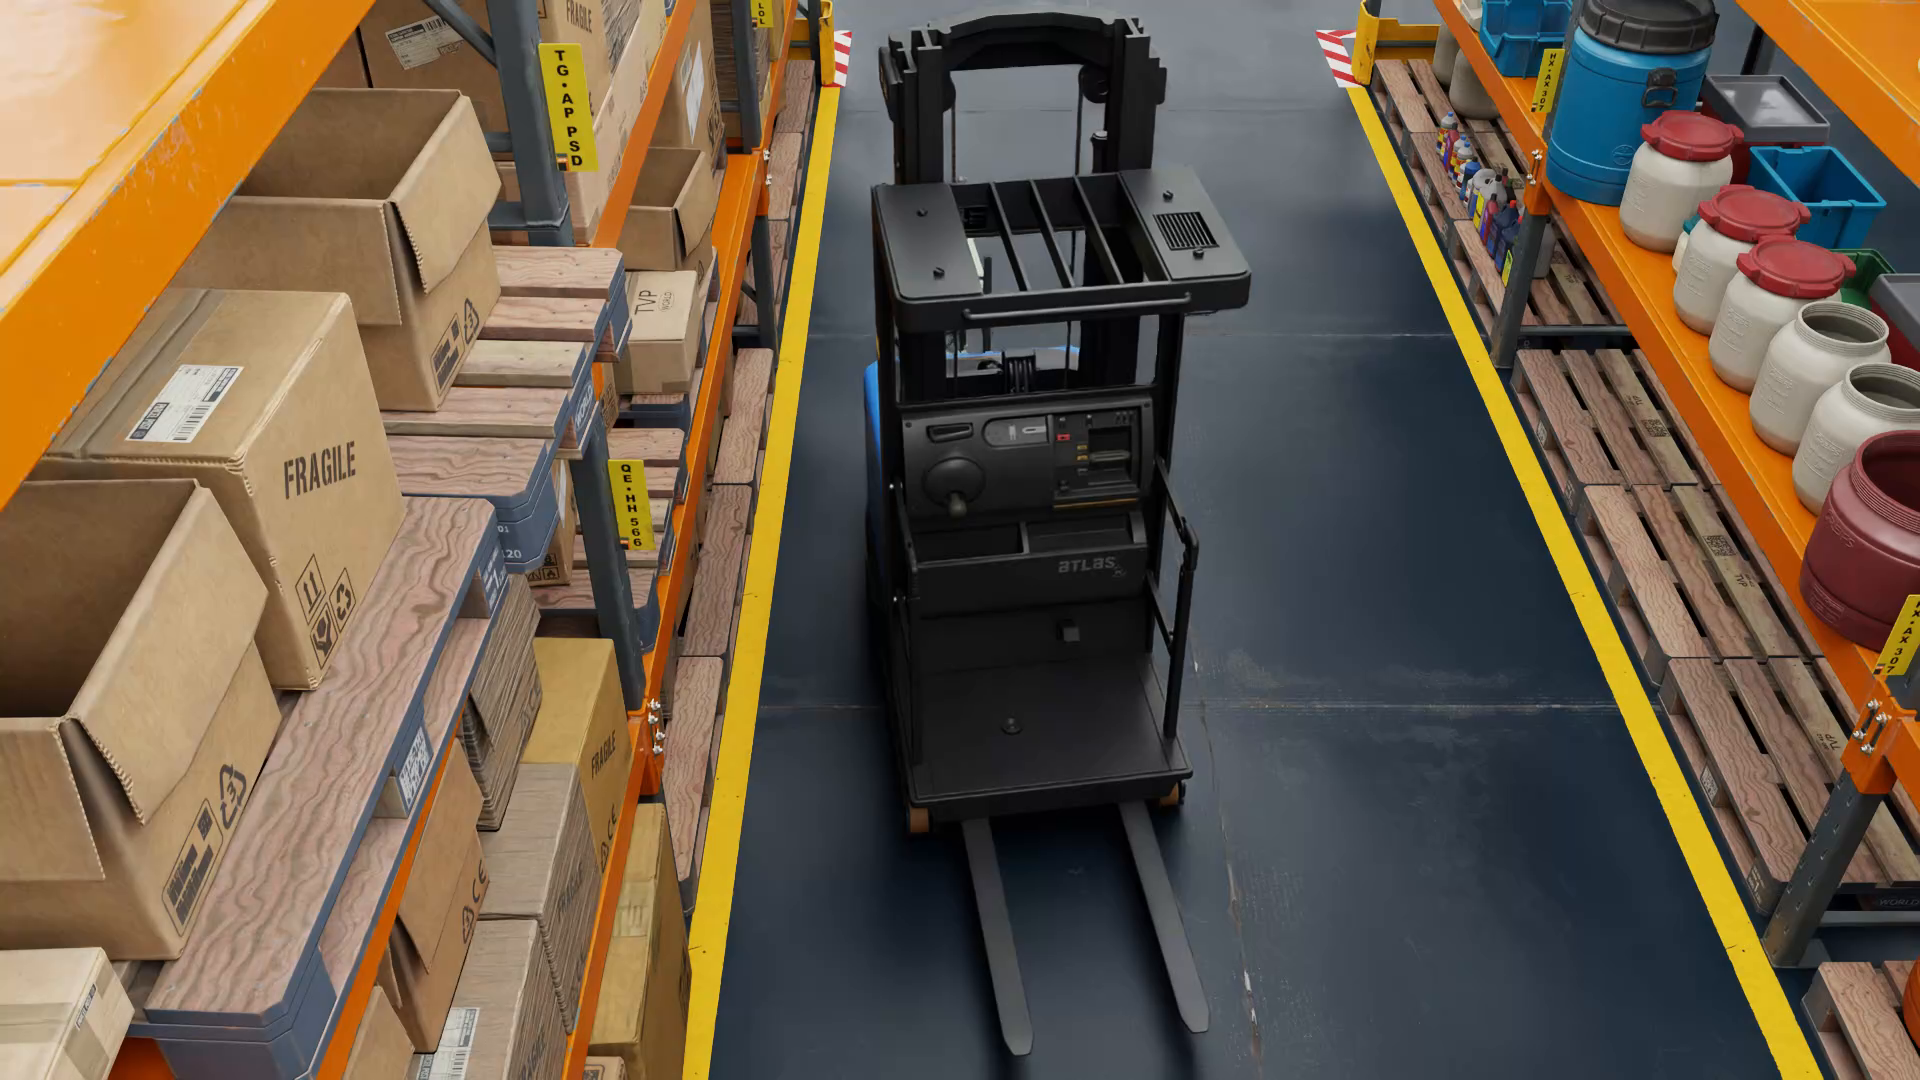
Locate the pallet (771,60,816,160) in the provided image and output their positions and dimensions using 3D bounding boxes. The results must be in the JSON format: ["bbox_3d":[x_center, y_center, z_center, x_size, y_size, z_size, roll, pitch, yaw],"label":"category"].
[{"bbox_3d":[-1.544,-3.003,11.574,1.003,0.211,1.213,0,39,0],"label":"pallet"}]

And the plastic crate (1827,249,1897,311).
[{"bbox_3d":[3.733,-0.977,6.986,0.450,0.188,0.662,0,39,0],"label":"plastic crate"}]

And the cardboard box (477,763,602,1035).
[{"bbox_3d":[-1.257,0.937,4.348,0.500,0.500,0.500,0,39,0],"label":"cardboard box"}]

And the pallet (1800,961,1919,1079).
[{"bbox_3d":[3.495,1.934,5.414,1.003,0.211,1.213,0,39,0],"label":"pallet"}]

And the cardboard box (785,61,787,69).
[{"bbox_3d":[-1.525,-3.445,11.559,0.500,0.500,0.500,7,39,8],"label":"cardboard box"}]

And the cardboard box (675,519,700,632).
[{"bbox_3d":[-1.542,0.039,7.195,0.700,0.500,0.500,3,39,4],"label":"cardboard box"}]

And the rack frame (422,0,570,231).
[{"bbox_3d":[-1.500,-1.985,3.277,1.000,3.000,0.127,0,39,0],"label":"rack frame"}]

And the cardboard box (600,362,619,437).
[{"bbox_3d":[-1.641,-0.534,5.847,0.700,0.500,0.500,5,39,7],"label":"cardboard box"}]

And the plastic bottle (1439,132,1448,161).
[{"bbox_3d":[3.134,-2.531,10.642,0.097,0.201,0.097,0,39,0],"label":"plastic bottle"}]

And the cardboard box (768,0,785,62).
[{"bbox_3d":[-1.409,-2.895,8.891,0.875,0.500,0.500,0,39,0],"label":"cardboard box"}]

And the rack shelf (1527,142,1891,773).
[{"bbox_3d":[3.451,-0.618,6.943,1.077,0.370,4.000,0,39,0],"label":"rack shelf"}]

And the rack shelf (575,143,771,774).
[{"bbox_3d":[-1.502,-0.614,6.938,1.077,0.370,4.000,0,39,0],"label":"rack shelf"}]

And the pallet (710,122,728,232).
[{"bbox_3d":[-1.649,-1.593,7.738,1.003,0.211,1.213,0,39,0],"label":"pallet"}]

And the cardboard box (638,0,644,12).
[{"bbox_3d":[-1.248,-1.974,5.182,0.500,0.500,0.500,-1,39,-1],"label":"cardboard box"}]

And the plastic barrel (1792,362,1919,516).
[{"bbox_3d":[3.238,-0.334,5.925,0.421,0.512,0.421,0,39,0],"label":"plastic barrel"}]

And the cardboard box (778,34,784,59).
[{"bbox_3d":[-1.188,-2.807,9.301,0.380,0.149,0.250,0,39,0],"label":"cardboard box"}]

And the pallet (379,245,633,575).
[{"bbox_3d":[-1.446,-0.338,3.771,1.213,0.211,1.003,2,39,2],"label":"pallet"}]

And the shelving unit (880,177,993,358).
[{"bbox_3d":[-0.117,-0.841,7.845,0.431,1.500,0.755,-5,39,-7],"label":"shelving unit"}]

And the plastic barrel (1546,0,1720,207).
[{"bbox_3d":[3.146,-2.103,7.820,0.600,0.901,0.708,0,39,0],"label":"plastic barrel"}]

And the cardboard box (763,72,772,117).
[{"bbox_3d":[-1.191,-2.338,8.716,0.380,0.149,0.250,0,39,0],"label":"cardboard box"}]

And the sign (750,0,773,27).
[{"bbox_3d":[-0.950,-2.600,7.915,0.100,0.325,0.005,0,39,0],"label":"sign"}]

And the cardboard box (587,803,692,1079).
[{"bbox_3d":[-1.520,1.453,5.147,1.225,0.875,0.875,-2,39,-2],"label":"cardboard box"}]

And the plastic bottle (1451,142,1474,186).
[{"bbox_3d":[3.135,-2.347,10.355,0.097,0.271,0.097,0,39,0],"label":"plastic bottle"}]

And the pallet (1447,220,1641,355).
[{"bbox_3d":[3.489,-1.481,9.675,1.003,0.211,1.213,0,39,0],"label":"pallet"}]

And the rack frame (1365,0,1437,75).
[{"bbox_3d":[3.444,-4.650,11.400,1.000,3.000,0.127,0,39,0],"label":"rack frame"}]

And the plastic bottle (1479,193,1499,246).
[{"bbox_3d":[3.117,-1.885,9.770,0.061,0.283,0.133,2,39,3],"label":"plastic bottle"}]

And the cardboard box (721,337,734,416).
[{"bbox_3d":[-1.526,-0.958,8.439,0.700,0.500,0.500,-3,39,-4],"label":"cardboard box"}]

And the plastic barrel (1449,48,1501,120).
[{"bbox_3d":[3.521,-3.119,11.142,0.421,0.512,0.421,0,39,0],"label":"plastic barrel"}]

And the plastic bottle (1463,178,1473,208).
[{"bbox_3d":[3.135,-2.129,10.139,0.097,0.201,0.097,0,39,0],"label":"plastic bottle"}]

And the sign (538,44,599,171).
[{"bbox_3d":[-0.945,-1.043,4.022,0.100,0.325,0.005,0,39,0],"label":"sign"}]

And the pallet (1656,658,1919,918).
[{"bbox_3d":[3.491,0.956,6.634,1.003,0.211,1.213,0,39,0],"label":"pallet"}]

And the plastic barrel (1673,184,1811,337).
[{"bbox_3d":[3.231,-1.145,6.917,0.433,0.535,0.433,0,39,0],"label":"plastic barrel"}]

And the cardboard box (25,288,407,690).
[{"bbox_3d":[-1.338,-0.096,2.903,0.500,0.500,0.500,2,39,2],"label":"cardboard box"}]

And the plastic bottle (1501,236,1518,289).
[{"bbox_3d":[3.118,-1.561,9.366,0.061,0.283,0.133,2,39,2],"label":"plastic bottle"}]

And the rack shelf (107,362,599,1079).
[{"bbox_3d":[-1.498,0.717,2.879,1.077,0.370,4.000,0,39,0],"label":"rack shelf"}]

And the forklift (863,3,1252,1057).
[{"bbox_3d":[0.286,-0.228,5.936,1.130,2.935,3.031,-5,39,-7],"label":"forklift"}]

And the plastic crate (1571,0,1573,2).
[{"bbox_3d":[3.729,-2.915,9.404,0.450,0.188,0.662,0,39,0],"label":"plastic crate"}]

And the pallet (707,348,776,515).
[{"bbox_3d":[-1.502,-0.570,8.539,1.003,0.211,1.213,0,39,0],"label":"pallet"}]

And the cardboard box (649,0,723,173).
[{"bbox_3d":[-1.644,-2.046,7.335,1.000,1.000,1.000,0,39,0],"label":"cardboard box"}]

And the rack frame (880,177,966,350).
[{"bbox_3d":[-0.170,-1.067,8.128,0.400,1.500,0.023,-5,39,-7],"label":"rack frame"}]

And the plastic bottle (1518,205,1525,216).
[{"bbox_3d":[3.307,-1.796,9.665,0.152,0.276,0.135,0,39,0],"label":"plastic bottle"}]

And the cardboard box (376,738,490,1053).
[{"bbox_3d":[-1.517,0.790,3.729,0.797,0.503,0.637,1,39,1],"label":"cardboard box"}]

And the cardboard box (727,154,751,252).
[{"bbox_3d":[-1.473,-1.942,9.684,0.500,0.500,0.500,12,40,14],"label":"cardboard box"}]

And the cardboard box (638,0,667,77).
[{"bbox_3d":[-1.256,-1.693,5.430,0.500,0.250,0.500,1,39,1],"label":"cardboard box"}]
